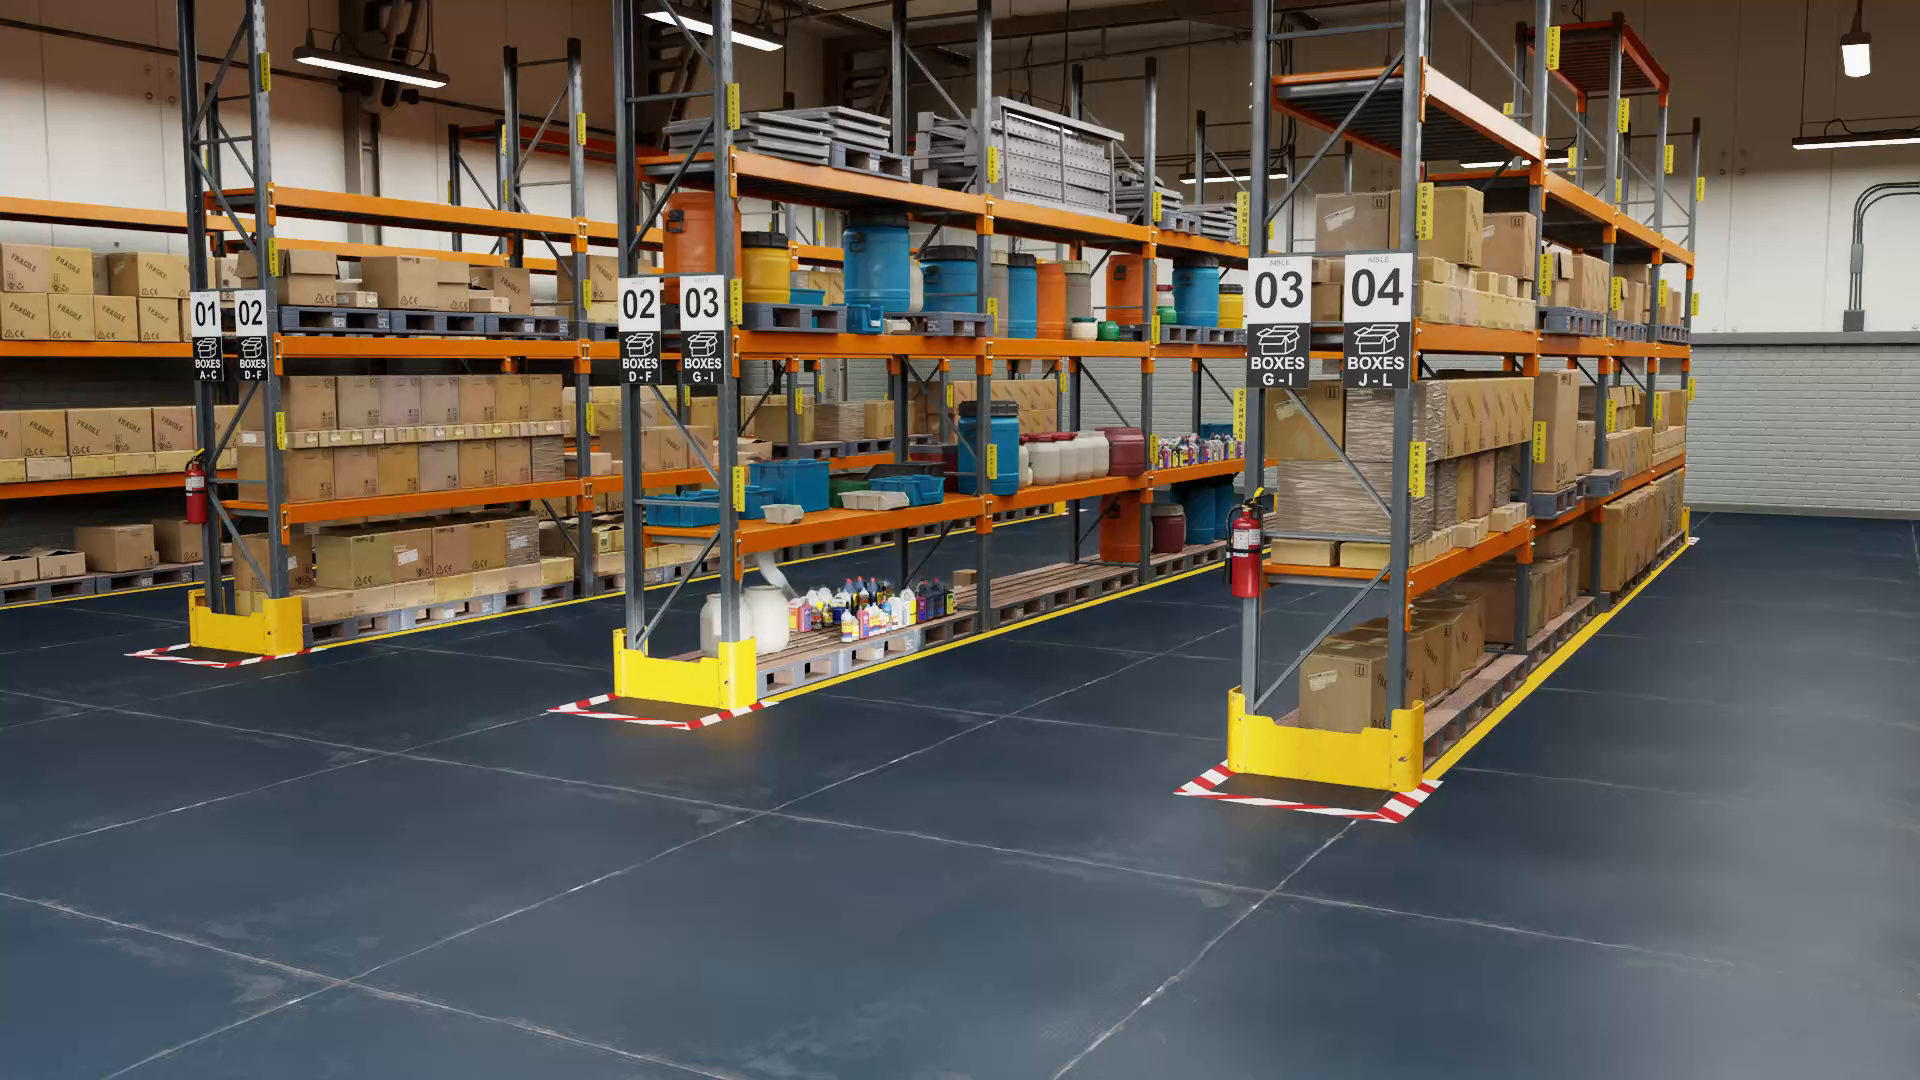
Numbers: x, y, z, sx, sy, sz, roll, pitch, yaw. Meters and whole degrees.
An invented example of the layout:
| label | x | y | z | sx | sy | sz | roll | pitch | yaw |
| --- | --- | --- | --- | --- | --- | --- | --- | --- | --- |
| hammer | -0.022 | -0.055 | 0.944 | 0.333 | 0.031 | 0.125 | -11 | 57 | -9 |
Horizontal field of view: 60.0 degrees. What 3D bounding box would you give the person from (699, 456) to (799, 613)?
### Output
| label | x | y | z | sx | sy | sz | roll | pitch | yaw |
| --- | --- | --- | --- | --- | --- | --- | --- | --- | --- |
| person | -2.098 | -0.031 | 16.641 | 1.028 | 1.619 | 0.473 | -4 | 7 | -31 |
